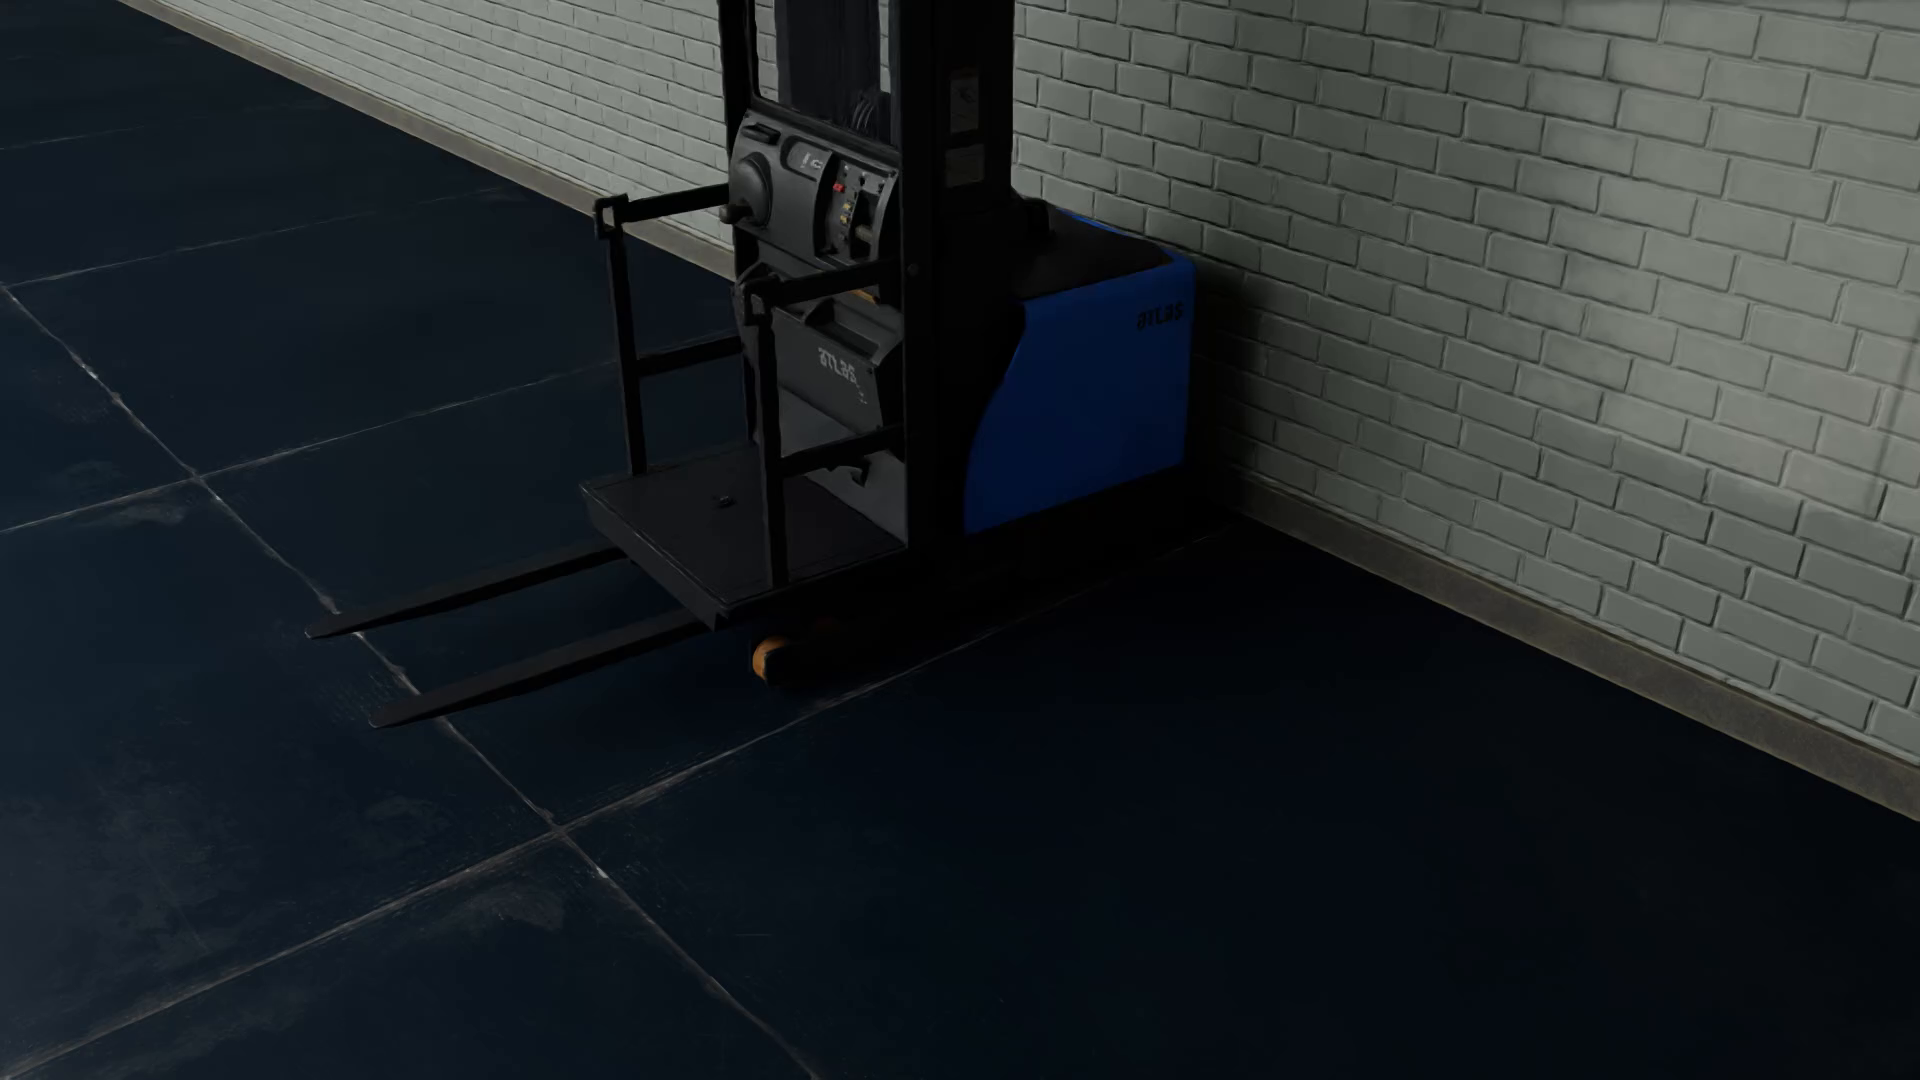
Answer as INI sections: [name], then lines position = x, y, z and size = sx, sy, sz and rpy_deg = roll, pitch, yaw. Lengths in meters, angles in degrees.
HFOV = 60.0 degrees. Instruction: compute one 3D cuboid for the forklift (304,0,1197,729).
[forklift]
position = -0.647, -1.101, 5.200
size = 3.031, 2.935, 1.130
rpy_deg = -19, 33, -31
